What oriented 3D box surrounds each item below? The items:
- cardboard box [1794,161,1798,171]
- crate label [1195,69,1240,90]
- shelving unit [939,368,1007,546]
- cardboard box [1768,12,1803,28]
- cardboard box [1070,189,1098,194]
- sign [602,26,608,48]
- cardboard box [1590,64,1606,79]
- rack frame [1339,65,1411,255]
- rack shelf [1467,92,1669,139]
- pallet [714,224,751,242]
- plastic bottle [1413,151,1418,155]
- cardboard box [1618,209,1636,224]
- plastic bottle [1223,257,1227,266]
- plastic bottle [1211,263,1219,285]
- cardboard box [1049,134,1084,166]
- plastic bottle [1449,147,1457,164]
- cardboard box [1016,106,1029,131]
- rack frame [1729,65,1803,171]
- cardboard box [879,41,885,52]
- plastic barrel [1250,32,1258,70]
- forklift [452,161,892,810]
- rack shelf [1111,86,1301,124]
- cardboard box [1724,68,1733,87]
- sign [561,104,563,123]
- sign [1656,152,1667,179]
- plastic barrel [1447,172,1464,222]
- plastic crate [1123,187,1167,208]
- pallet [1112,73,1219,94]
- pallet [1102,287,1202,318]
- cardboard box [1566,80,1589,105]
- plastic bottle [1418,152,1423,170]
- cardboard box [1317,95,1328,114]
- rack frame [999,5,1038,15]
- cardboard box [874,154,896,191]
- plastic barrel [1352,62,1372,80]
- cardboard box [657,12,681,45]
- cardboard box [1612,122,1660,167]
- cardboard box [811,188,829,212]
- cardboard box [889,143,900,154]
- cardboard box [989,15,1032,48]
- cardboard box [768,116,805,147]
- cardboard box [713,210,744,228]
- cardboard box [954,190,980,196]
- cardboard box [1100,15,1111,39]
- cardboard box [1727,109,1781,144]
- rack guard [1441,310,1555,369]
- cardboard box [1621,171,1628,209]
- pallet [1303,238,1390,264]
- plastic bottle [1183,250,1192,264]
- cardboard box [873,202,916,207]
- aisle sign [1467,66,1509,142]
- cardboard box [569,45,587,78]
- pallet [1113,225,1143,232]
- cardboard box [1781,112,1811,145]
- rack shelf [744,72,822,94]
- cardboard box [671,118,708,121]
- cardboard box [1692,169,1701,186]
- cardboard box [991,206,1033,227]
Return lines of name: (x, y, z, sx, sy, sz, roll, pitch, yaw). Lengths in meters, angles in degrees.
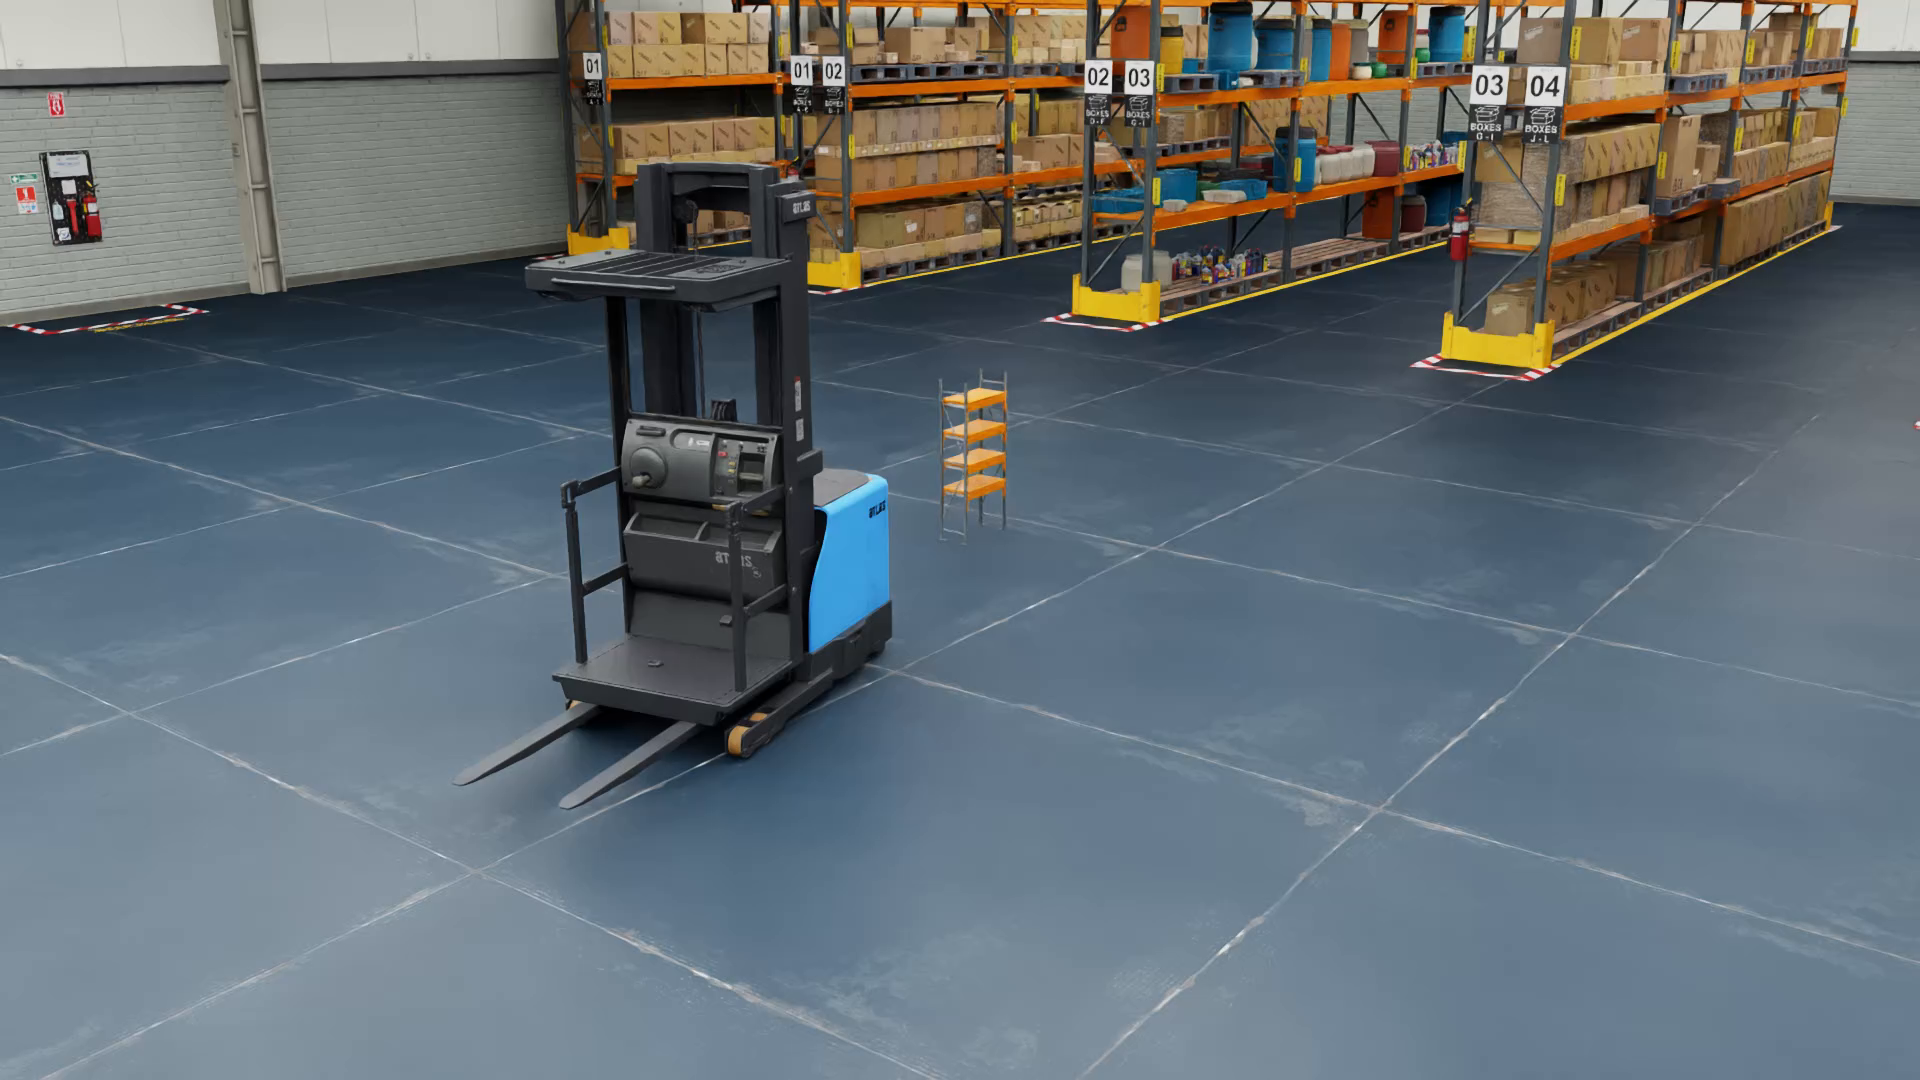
cardboard box: (13.734, -6.246, 27.721, 0.380, 0.149, 0.250, 12, 21, 33)
crate label: (3.387, -6.057, 21.885, 0.502, 0.251, 0.408, 12, 21, 35)
shelving unit: (0.099, -0.612, 12.193, 0.258, 1.200, 0.503, 12, 21, 35)
cardboard box: (13.700, -8.601, 27.515, 0.500, 0.250, 0.500, 11, 20, 31)
cardboard box: (2.250, -6.172, 30.045, 0.500, 0.311, 0.500, 13, 22, 37)
sign: (-5.514, -7.813, 25.814, 0.100, 0.325, 0.005, 12, 21, 35)
cardboard box: (6.986, -5.245, 18.599, 0.380, 0.149, 0.250, 12, 21, 35)
rack frame: (6.773, -6.214, 27.196, 1.000, 3.000, 0.127, 12, 21, 35)
rack shelf: (7.176, -4.998, 19.437, 1.077, 0.370, 4.000, 12, 21, 35)
pallet: (-3.938, -5.514, 29.643, 1.003, 0.211, 1.213, 12, 21, 35)
plastic bottle: (7.996, -6.735, 29.210, 0.097, 0.201, 0.097, 0, 17, 0)
cardboard box: (8.063, -3.977, 20.415, 0.380, 0.149, 0.250, 12, 21, 35)
plastic bottle: (3.745, -3.828, 23.350, 0.061, 0.283, 0.133, 12, 21, 35)
plastic bottle: (3.487, -3.649, 22.774, 0.061, 0.283, 0.133, 13, 21, 36)
cardboard box: (1.811, -6.735, 28.706, 0.500, 0.500, 0.500, 11, 20, 32)
plastic bottle: (8.583, -6.717, 29.025, 0.152, 0.276, 0.135, 12, 21, 35)
cardboard box: (1.128, -8.962, 35.341, 0.500, 0.500, 0.500, 12, 21, 34)
rack frame: (13.135, -6.291, 27.445, 1.000, 3.000, 0.127, 12, 21, 35)
cardboard box: (-1.163, -7.295, 24.826, 0.500, 0.311, 0.500, 16, 23, 41)
plastic barrel: (3.976, -6.880, 23.385, 0.421, 0.512, 0.421, 0, 17, 0)
forklift: (-1.471, -0.415, 8.639, 1.130, 2.935, 3.031, 7, 19, 23)
rack shelf: (3.198, -5.874, 22.256, 1.077, 0.370, 4.000, 12, 21, 35)
cardboard box: (10.380, -6.422, 23.062, 0.500, 0.250, 0.500, 12, 21, 34)
sign: (-6.383, -6.866, 26.810, 0.100, 0.325, 0.005, 12, 21, 35)
sign: (8.808, -4.705, 20.878, 0.100, 0.325, 0.005, 12, 21, 35)
plastic barrel: (8.819, -6.238, 30.105, 0.600, 0.901, 0.708, 12, 21, 35)
plastic crate: (2.456, -4.563, 22.131, 0.499, 0.251, 0.408, 12, 21, 35)
pallet: (2.578, -5.830, 21.222, 1.003, 0.211, 1.213, 12, 21, 35)
pallet: (2.503, -3.196, 22.178, 1.003, 0.211, 1.213, 12, 21, 35)
cardboard box: (6.479, -4.863, 18.041, 0.500, 0.250, 0.500, 13, 22, 36)
plastic bottle: (7.683, -6.338, 27.792, 0.061, 0.283, 0.133, 12, 21, 35)
cardboard box: (7.520, -9.366, 35.492, 0.500, 0.500, 0.500, 12, 21, 34)
rack frame: (1.200, -11.782, 35.011, 1.000, 3.000, 0.127, 12, 21, 35)
cardboard box: (-1.372, -5.467, 24.623, 0.700, 0.500, 0.500, 13, 22, 36)
plastic barrel: (6.203, -7.236, 25.663, 0.301, 0.262, 0.301, 0, 17, 0)
cardboard box: (-4.889, -8.310, 26.999, 0.500, 0.500, 0.500, 13, 22, 36)
cardboard box: (8.321, -4.897, 20.600, 0.500, 0.500, 0.500, 12, 21, 35)
cardboard box: (-2.874, -6.338, 31.069, 0.700, 0.500, 0.500, 12, 21, 34)
cardboard box: (-1.105, -5.780, 24.535, 0.380, 0.149, 0.250, 12, 21, 34)
cardboard box: (0.813, -8.197, 26.804, 0.500, 0.500, 0.500, 13, 21, 35)
cardboard box: (-3.236, -7.385, 30.056, 0.700, 0.500, 0.500, 12, 21, 35)
cardboard box: (-4.153, -5.774, 29.252, 0.500, 0.500, 0.500, 11, 20, 31)
cardboard box: (-0.112, -7.498, 34.247, 0.750, 0.750, 0.750, 12, 21, 34)
cardboard box: (3.060, -11.497, 37.264, 0.500, 0.500, 0.500, 13, 22, 36)
cardboard box: (12.761, -6.665, 26.787, 0.797, 0.503, 0.637, 12, 21, 33)
rack guard: (6.030, -2.258, 18.670, 1.175, 0.500, 0.348, 12, 21, 35)
cardboard box: (7.724, -4.367, 20.577, 0.875, 0.500, 0.500, 12, 21, 35)
pallet: (6.281, -4.704, 27.037, 1.003, 0.211, 1.213, 12, 21, 35)
plastic bottle: (3.210, -3.941, 23.601, 0.144, 0.351, 0.185, 12, 21, 34)
cardboard box: (-1.006, -4.970, 25.854, 0.500, 0.500, 0.500, 12, 21, 35)
aisle sign: (5.707, -4.713, 17.979, 0.394, 0.787, 0.004, 12, 21, 35)
cardboard box: (-5.904, -7.693, 26.699, 0.500, 0.500, 0.500, 14, 22, 39)
pallet: (3.273, -5.929, 30.982, 1.003, 0.211, 1.213, 12, 21, 35)
cardboard box: (13.925, -6.905, 27.907, 0.500, 0.500, 0.500, 12, 21, 35)
rack shelf: (-2.375, -8.577, 30.961, 1.077, 0.370, 4.000, 12, 21, 35)
cardboard box: (-4.627, -6.992, 28.658, 0.500, 0.500, 0.500, 13, 22, 36)
cardboard box: (9.974, -5.030, 22.902, 0.396, 0.266, 0.258, 12, 21, 33)
cardboard box: (0.861, -5.347, 27.387, 0.500, 0.311, 0.500, 13, 21, 35)
